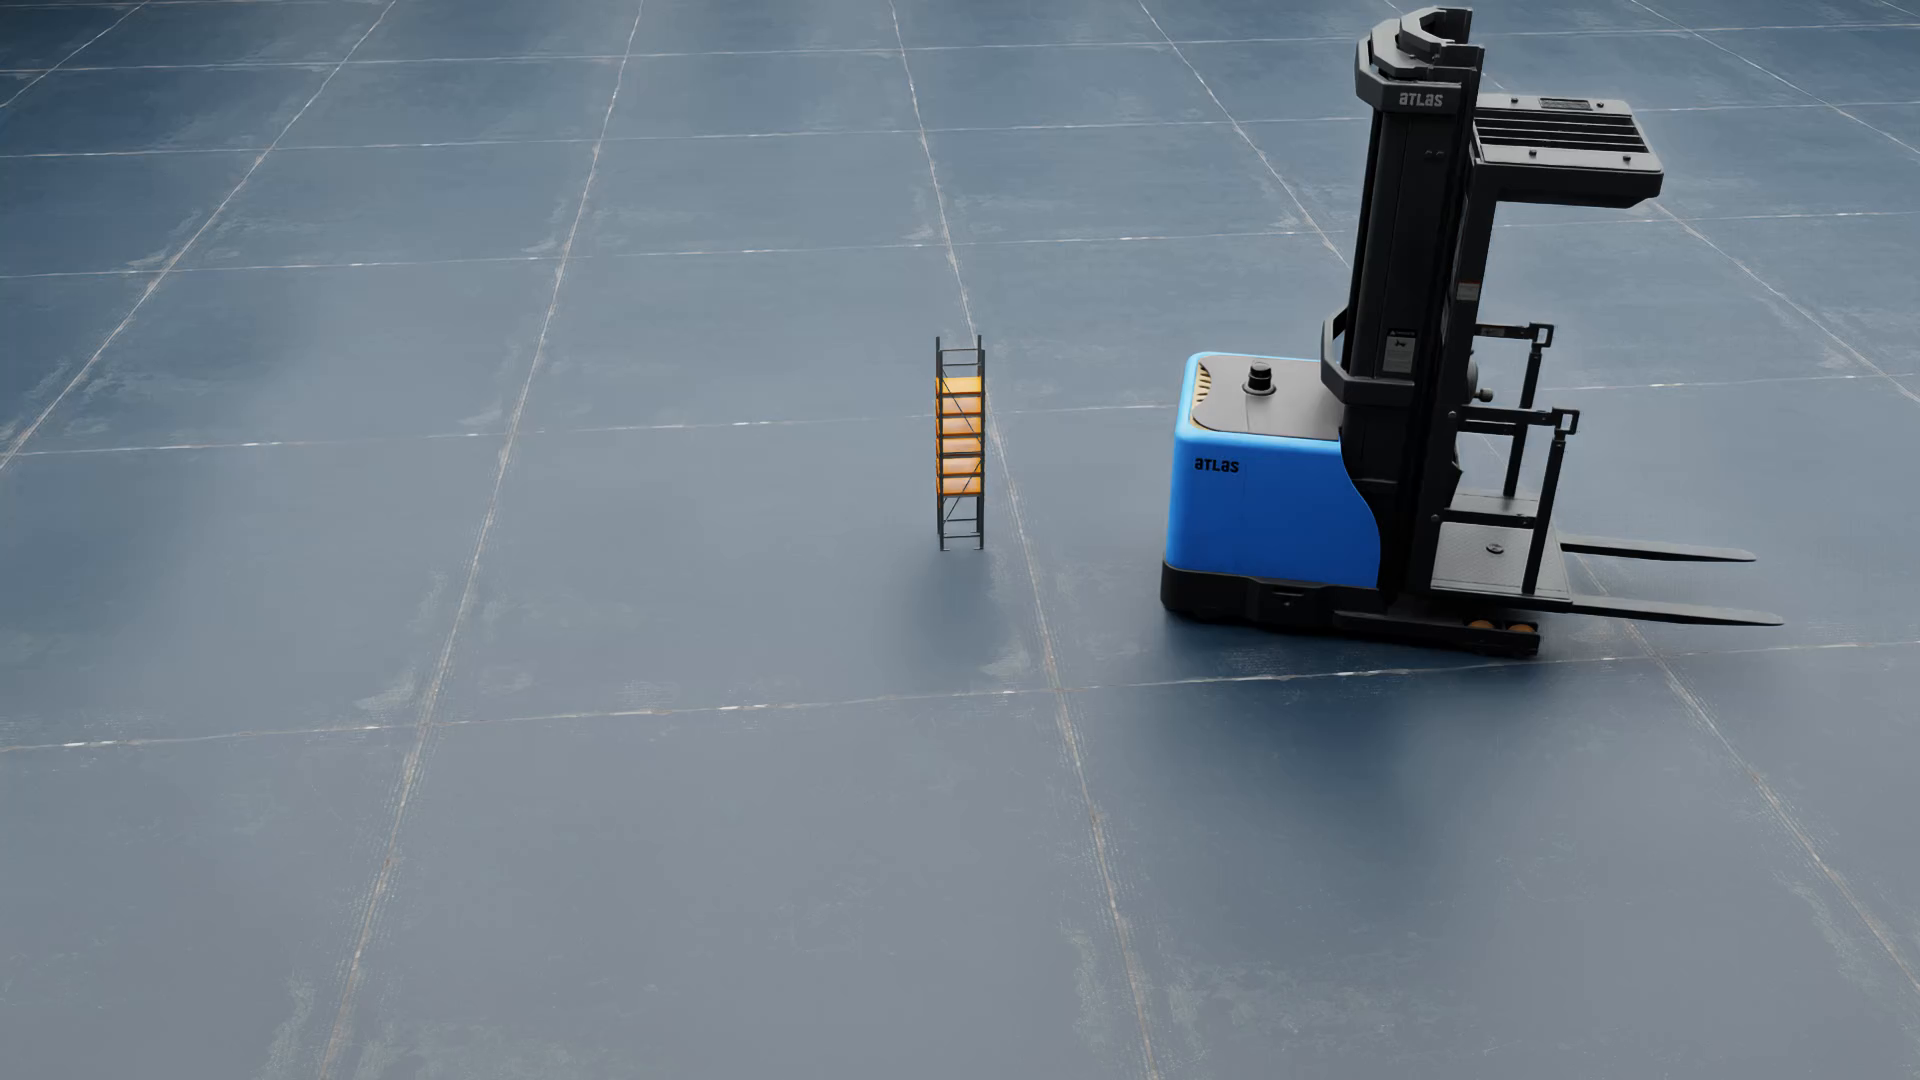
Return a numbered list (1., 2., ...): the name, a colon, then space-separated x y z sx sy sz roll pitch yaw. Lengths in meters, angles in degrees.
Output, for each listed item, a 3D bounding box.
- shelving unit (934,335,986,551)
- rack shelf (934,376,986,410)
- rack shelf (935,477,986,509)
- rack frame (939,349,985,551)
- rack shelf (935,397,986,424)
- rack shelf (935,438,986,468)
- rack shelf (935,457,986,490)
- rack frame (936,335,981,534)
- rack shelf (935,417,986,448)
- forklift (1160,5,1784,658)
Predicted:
1. shelving unit: 0.001 -0.508 8.930 0.258 1.200 0.189 -3 31 -5
2. rack shelf: 0.001 -0.779 8.768 0.258 0.103 0.180 -3 31 -5
3. rack shelf: 0.001 -0.264 9.076 0.258 0.103 0.180 -3 31 -5
4. rack frame: 0.010 -0.461 8.852 0.240 1.200 0.006 -3 31 -5
5. rack shelf: 0.001 -0.676 8.830 0.258 0.103 0.180 -3 31 -5
6. rack shelf: 0.001 -0.470 8.953 0.258 0.103 0.180 -3 31 -5
7. rack shelf: 0.001 -0.367 9.014 0.258 0.103 0.180 -3 31 -5
8. rack frame: -0.007 -0.554 9.008 0.240 1.200 0.006 -3 31 -5
9. rack shelf: 0.001 -0.573 8.891 0.258 0.103 0.180 -3 31 -5
10. forklift: 2.603 -0.968 8.012 3.031 2.935 1.130 5 31 9
